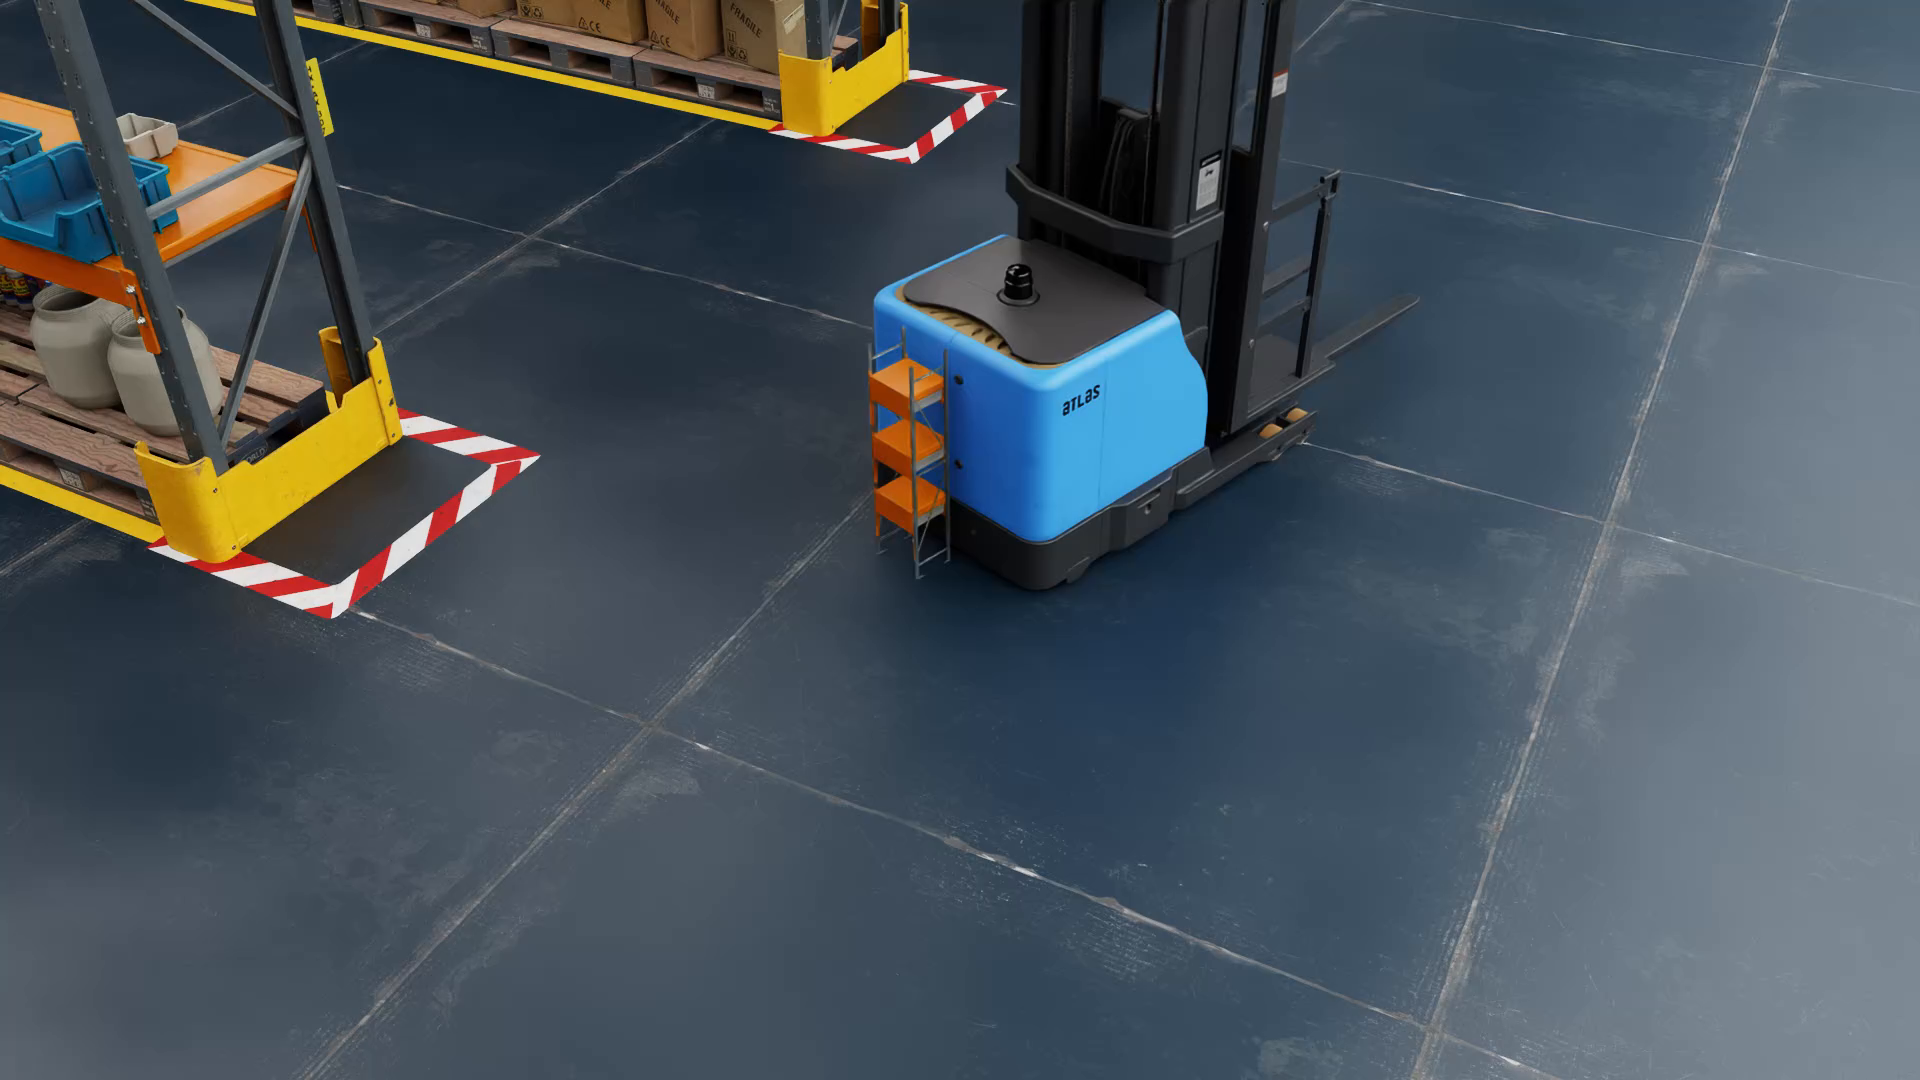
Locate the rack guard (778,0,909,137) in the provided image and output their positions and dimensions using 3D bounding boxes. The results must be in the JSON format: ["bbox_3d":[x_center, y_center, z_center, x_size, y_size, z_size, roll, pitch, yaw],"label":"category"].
[{"bbox_3d":[-0.748,-3.130,10.959,0.348,0.500,1.175,17,41,21],"label":"rack guard"}]

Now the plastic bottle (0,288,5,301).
[{"bbox_3d":[-4.907,-1.328,8.469,0.097,0.201,0.097,0,37,0],"label":"plastic bottle"}]

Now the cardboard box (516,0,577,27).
[{"bbox_3d":[-2.797,-3.970,11.719,0.500,0.500,0.500,14,39,18],"label":"cardboard box"}]

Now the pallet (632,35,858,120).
[{"bbox_3d":[-1.454,-3.259,11.369,1.213,0.211,1.003,17,41,21],"label":"pallet"}]

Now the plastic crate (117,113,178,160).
[{"bbox_3d":[-3.605,-1.761,7.308,0.250,0.136,0.298,17,41,21],"label":"plastic crate"}]

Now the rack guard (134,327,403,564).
[{"bbox_3d":[-3.048,-0.445,7.423,0.348,0.500,1.175,17,41,21],"label":"rack guard"}]

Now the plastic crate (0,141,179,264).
[{"bbox_3d":[-3.541,-1.364,6.689,0.616,0.251,0.499,17,41,21],"label":"plastic crate"}]

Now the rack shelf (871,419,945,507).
[{"bbox_3d":[-0.203,-0.332,6.835,0.215,0.259,0.240,-31,47,-33],"label":"rack shelf"}]

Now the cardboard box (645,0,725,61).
[{"bbox_3d":[-1.774,-3.606,11.240,0.500,0.500,0.500,29,46,33],"label":"cardboard box"}]

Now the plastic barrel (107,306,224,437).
[{"bbox_3d":[-3.578,-0.763,7.485,0.421,0.512,0.421,0,37,0],"label":"plastic barrel"}]

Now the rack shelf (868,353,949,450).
[{"bbox_3d":[-0.205,-0.557,6.662,0.215,0.259,0.240,-31,47,-33],"label":"rack shelf"}]

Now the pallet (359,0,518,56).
[{"bbox_3d":[-3.620,-3.938,12.263,1.213,0.211,1.003,17,41,21],"label":"pallet"}]

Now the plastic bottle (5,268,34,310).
[{"bbox_3d":[-4.730,-1.300,8.375,0.097,0.271,0.097,0,37,0],"label":"plastic bottle"}]

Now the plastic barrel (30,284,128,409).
[{"bbox_3d":[-4.023,-0.903,7.668,0.421,0.512,0.421,0,37,0],"label":"plastic barrel"}]

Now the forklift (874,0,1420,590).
[{"bbox_3d":[1.038,-1.741,7.119,3.031,2.935,1.130,-30,47,-34],"label":"forklift"}]

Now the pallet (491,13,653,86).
[{"bbox_3d":[-2.533,-3.599,11.817,1.213,0.211,1.003,17,41,21],"label":"pallet"}]

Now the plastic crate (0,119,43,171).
[{"bbox_3d":[-4.115,-1.548,6.931,0.408,0.251,0.499,17,41,21],"label":"plastic crate"}]

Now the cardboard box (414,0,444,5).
[{"bbox_3d":[-3.896,-4.255,12.095,0.500,0.500,0.500,16,40,20],"label":"cardboard box"}]

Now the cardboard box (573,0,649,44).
[{"bbox_3d":[-2.322,-3.790,11.483,0.500,0.500,0.500,21,42,26],"label":"cardboard box"}]

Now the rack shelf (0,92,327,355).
[{"bbox_3d":[-4.735,-1.714,7.623,4.000,0.370,1.077,17,41,21],"label":"rack shelf"}]

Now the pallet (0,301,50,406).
[{"bbox_3d":[-4.846,-0.899,8.259,1.213,0.211,1.003,17,41,21],"label":"pallet"}]

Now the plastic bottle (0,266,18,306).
[{"bbox_3d":[-4.819,-1.328,8.411,0.097,0.271,0.097,0,37,0],"label":"plastic bottle"}]

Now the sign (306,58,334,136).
[{"bbox_3d":[-2.702,-1.849,6.976,0.005,0.325,0.100,17,41,21],"label":"sign"}]

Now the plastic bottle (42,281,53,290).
[{"bbox_3d":[-4.517,-1.206,8.308,0.097,0.201,0.097,0,37,0],"label":"plastic bottle"}]

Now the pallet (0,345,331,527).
[{"bbox_3d":[-3.767,-0.559,7.812,1.213,0.211,1.003,17,41,21],"label":"pallet"}]

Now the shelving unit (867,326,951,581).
[{"bbox_3d":[-0.204,-0.341,6.829,0.215,1.050,0.252,-31,47,-33],"label":"shelving unit"}]

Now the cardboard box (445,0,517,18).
[{"bbox_3d":[-3.384,-4.100,11.890,0.500,0.500,0.500,-30,47,-34],"label":"cardboard box"}]

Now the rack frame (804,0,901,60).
[{"bbox_3d":[-0.681,-4.104,10.176,0.127,3.000,1.000,17,41,21],"label":"rack frame"}]

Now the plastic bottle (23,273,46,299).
[{"bbox_3d":[-4.618,-1.282,8.341,0.133,0.283,0.061,18,41,22],"label":"plastic bottle"}]

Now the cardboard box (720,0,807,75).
[{"bbox_3d":[-1.228,-3.458,11.045,0.500,0.500,0.500,25,44,29],"label":"cardboard box"}]

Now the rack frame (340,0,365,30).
[{"bbox_3d":[-4.233,-5.216,11.641,0.127,3.000,1.000,17,41,21],"label":"rack frame"}]

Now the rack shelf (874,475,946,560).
[{"bbox_3d":[-0.202,-0.112,7.005,0.215,0.259,0.240,-31,47,-33],"label":"rack shelf"}]

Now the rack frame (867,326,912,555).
[{"bbox_3d":[-0.288,-0.394,6.899,0.200,1.050,0.008,-31,47,-33],"label":"rack frame"}]

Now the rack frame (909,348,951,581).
[{"bbox_3d":[-0.119,-0.288,6.759,0.200,1.050,0.008,-31,47,-33],"label":"rack frame"}]

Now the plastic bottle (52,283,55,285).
[{"bbox_3d":[-4.425,-1.205,8.249,0.097,0.271,0.097,0,37,0],"label":"plastic bottle"}]

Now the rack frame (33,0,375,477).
[{"bbox_3d":[-2.959,-1.445,6.673,0.127,3.000,1.000,17,41,21],"label":"rack frame"}]

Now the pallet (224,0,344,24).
[{"bbox_3d":[-4.925,-4.321,12.768,1.213,0.211,1.003,17,41,21],"label":"pallet"}]
